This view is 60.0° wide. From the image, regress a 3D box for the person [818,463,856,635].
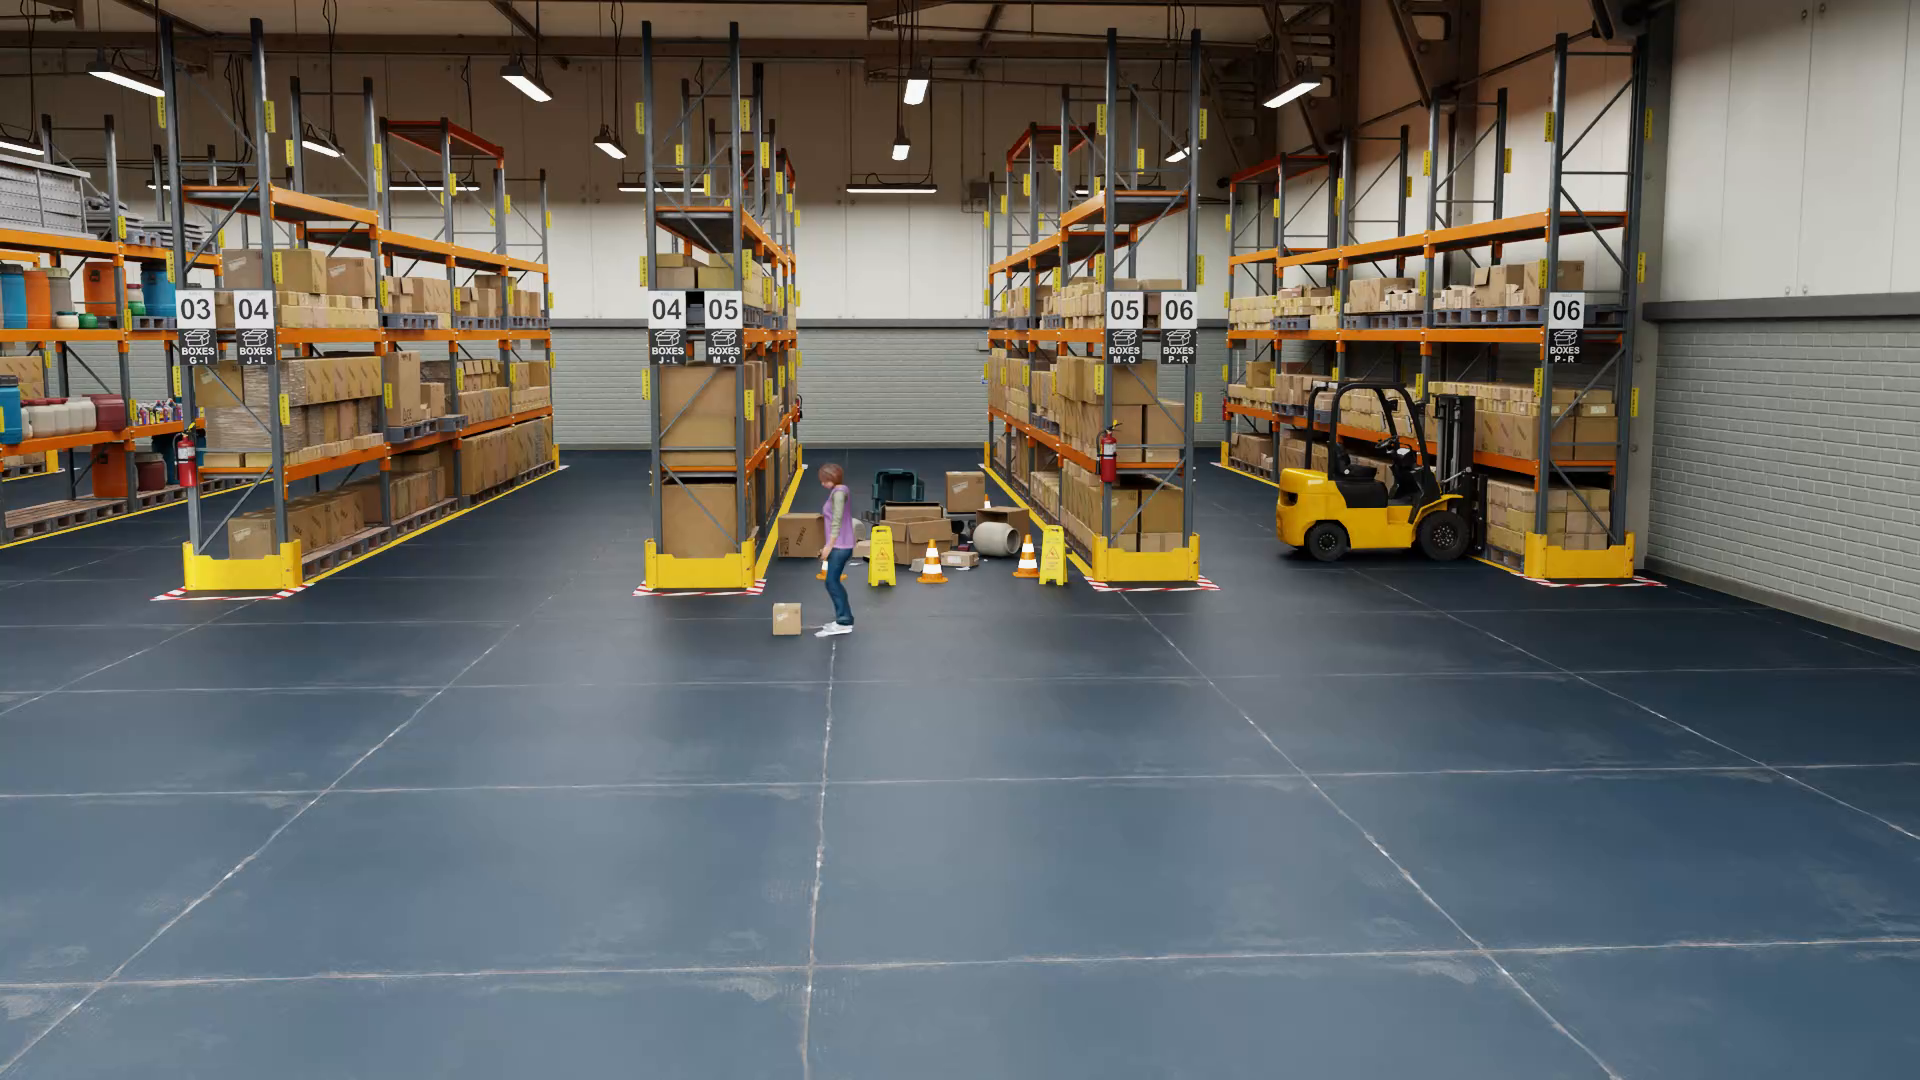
[{"bbox_3d":[-1.123,0.077,15.294,0.341,1.578,0.417,0,7,-2],"label":"person"}]
